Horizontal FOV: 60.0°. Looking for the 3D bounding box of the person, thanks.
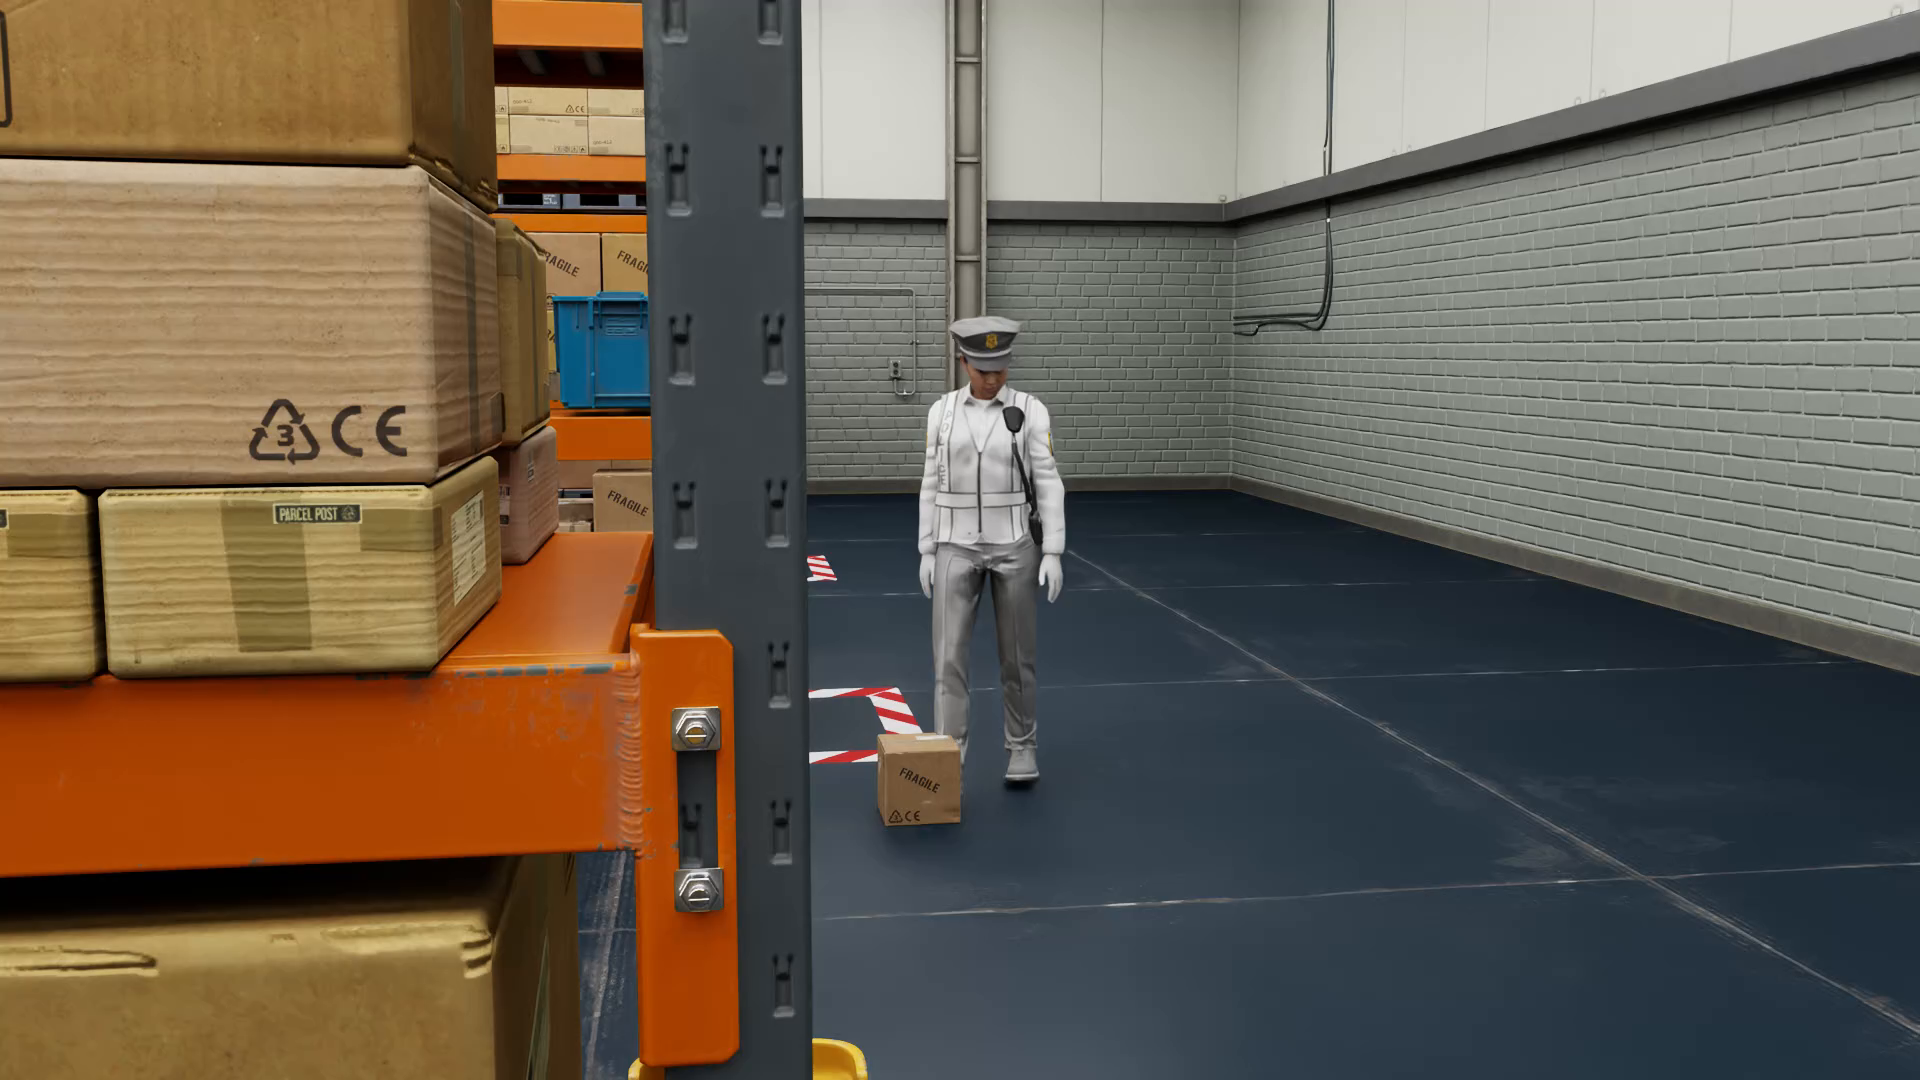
[{"bbox_3d":[0.090,0.060,5.689,0.524,1.641,0.722,1,7,10],"label":"person"}]
